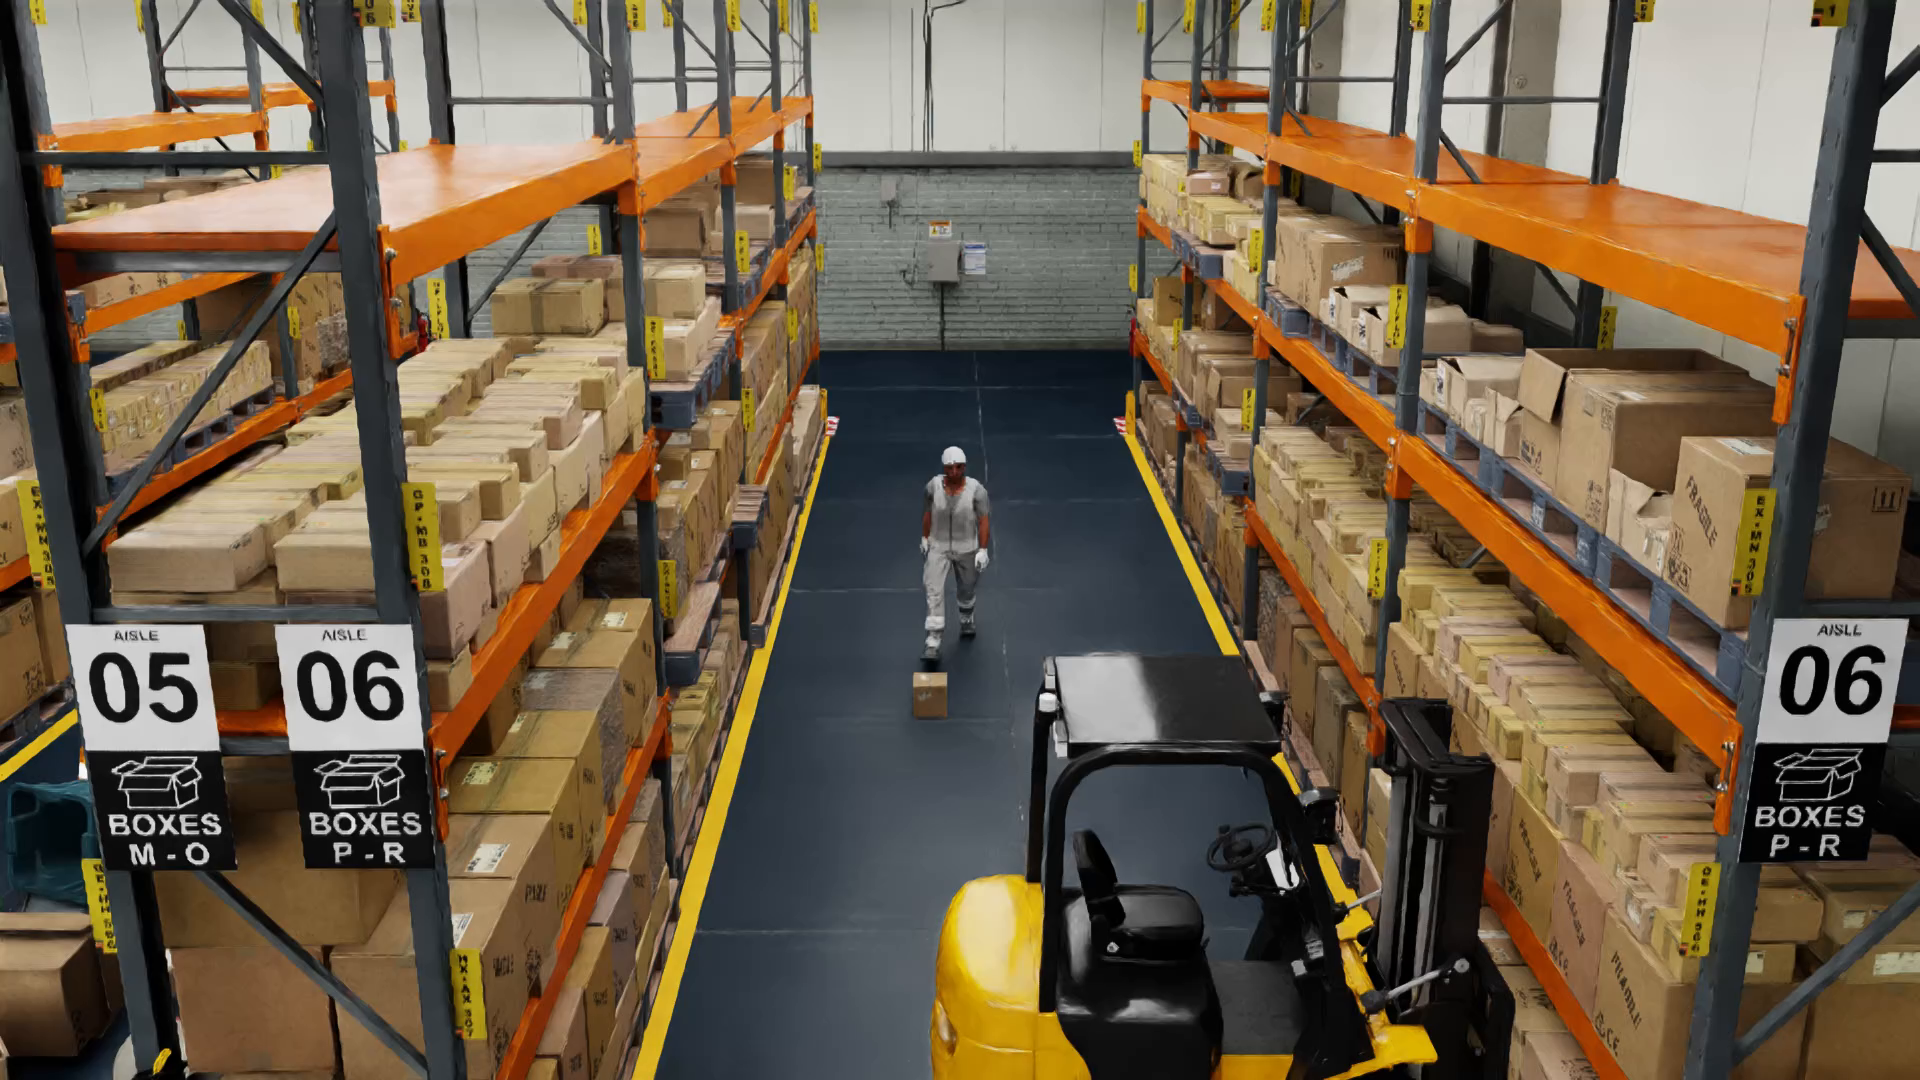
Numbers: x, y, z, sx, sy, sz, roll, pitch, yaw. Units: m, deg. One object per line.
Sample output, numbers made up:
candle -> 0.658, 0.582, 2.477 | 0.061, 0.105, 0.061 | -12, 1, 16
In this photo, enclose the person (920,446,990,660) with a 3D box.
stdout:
person -> -0.055, 0.066, 13.347 | 0.581, 1.708, 1.102 | 1, 17, 4
